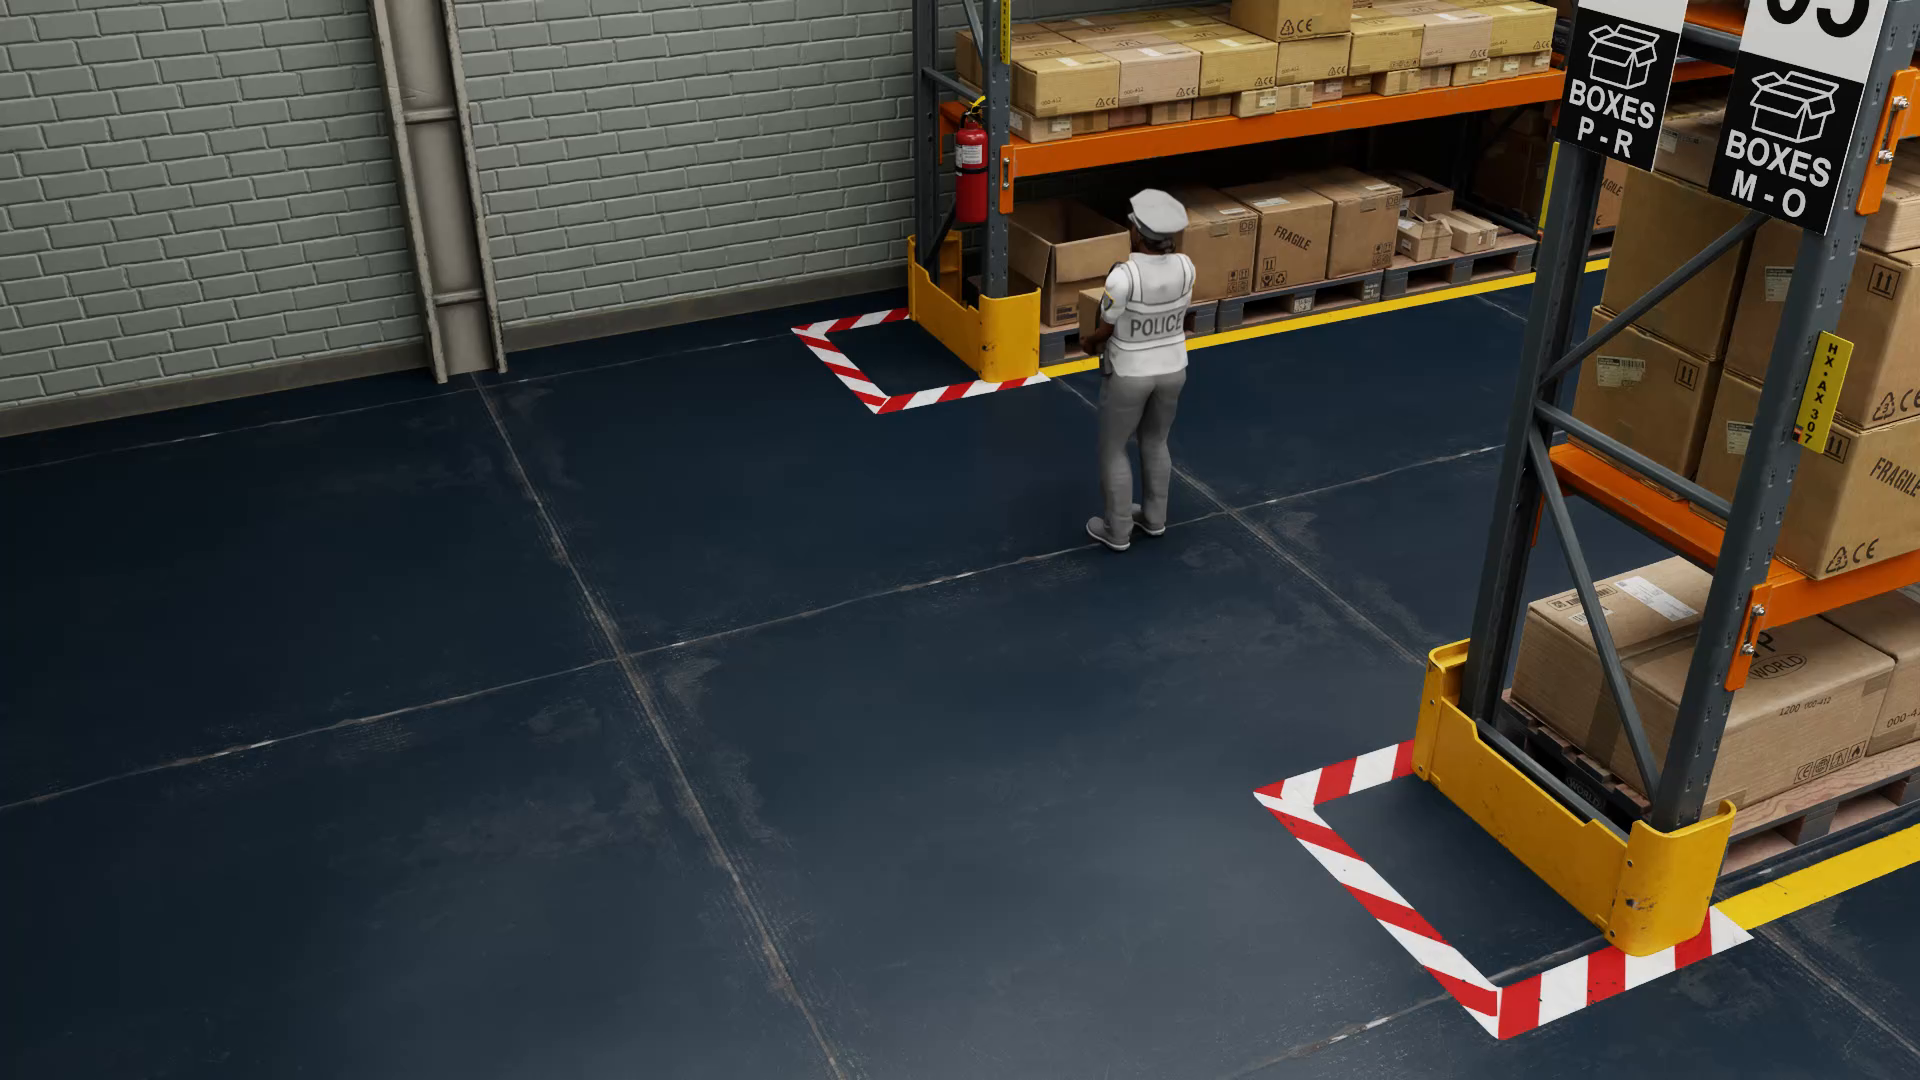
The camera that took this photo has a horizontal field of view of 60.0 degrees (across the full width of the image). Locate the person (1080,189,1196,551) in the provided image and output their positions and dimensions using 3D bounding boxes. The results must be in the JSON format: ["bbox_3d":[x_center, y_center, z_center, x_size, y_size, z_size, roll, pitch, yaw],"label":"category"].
[{"bbox_3d":[0.785,-0.777,7.476,0.450,1.682,0.538,-13,32,-21],"label":"person"}]
